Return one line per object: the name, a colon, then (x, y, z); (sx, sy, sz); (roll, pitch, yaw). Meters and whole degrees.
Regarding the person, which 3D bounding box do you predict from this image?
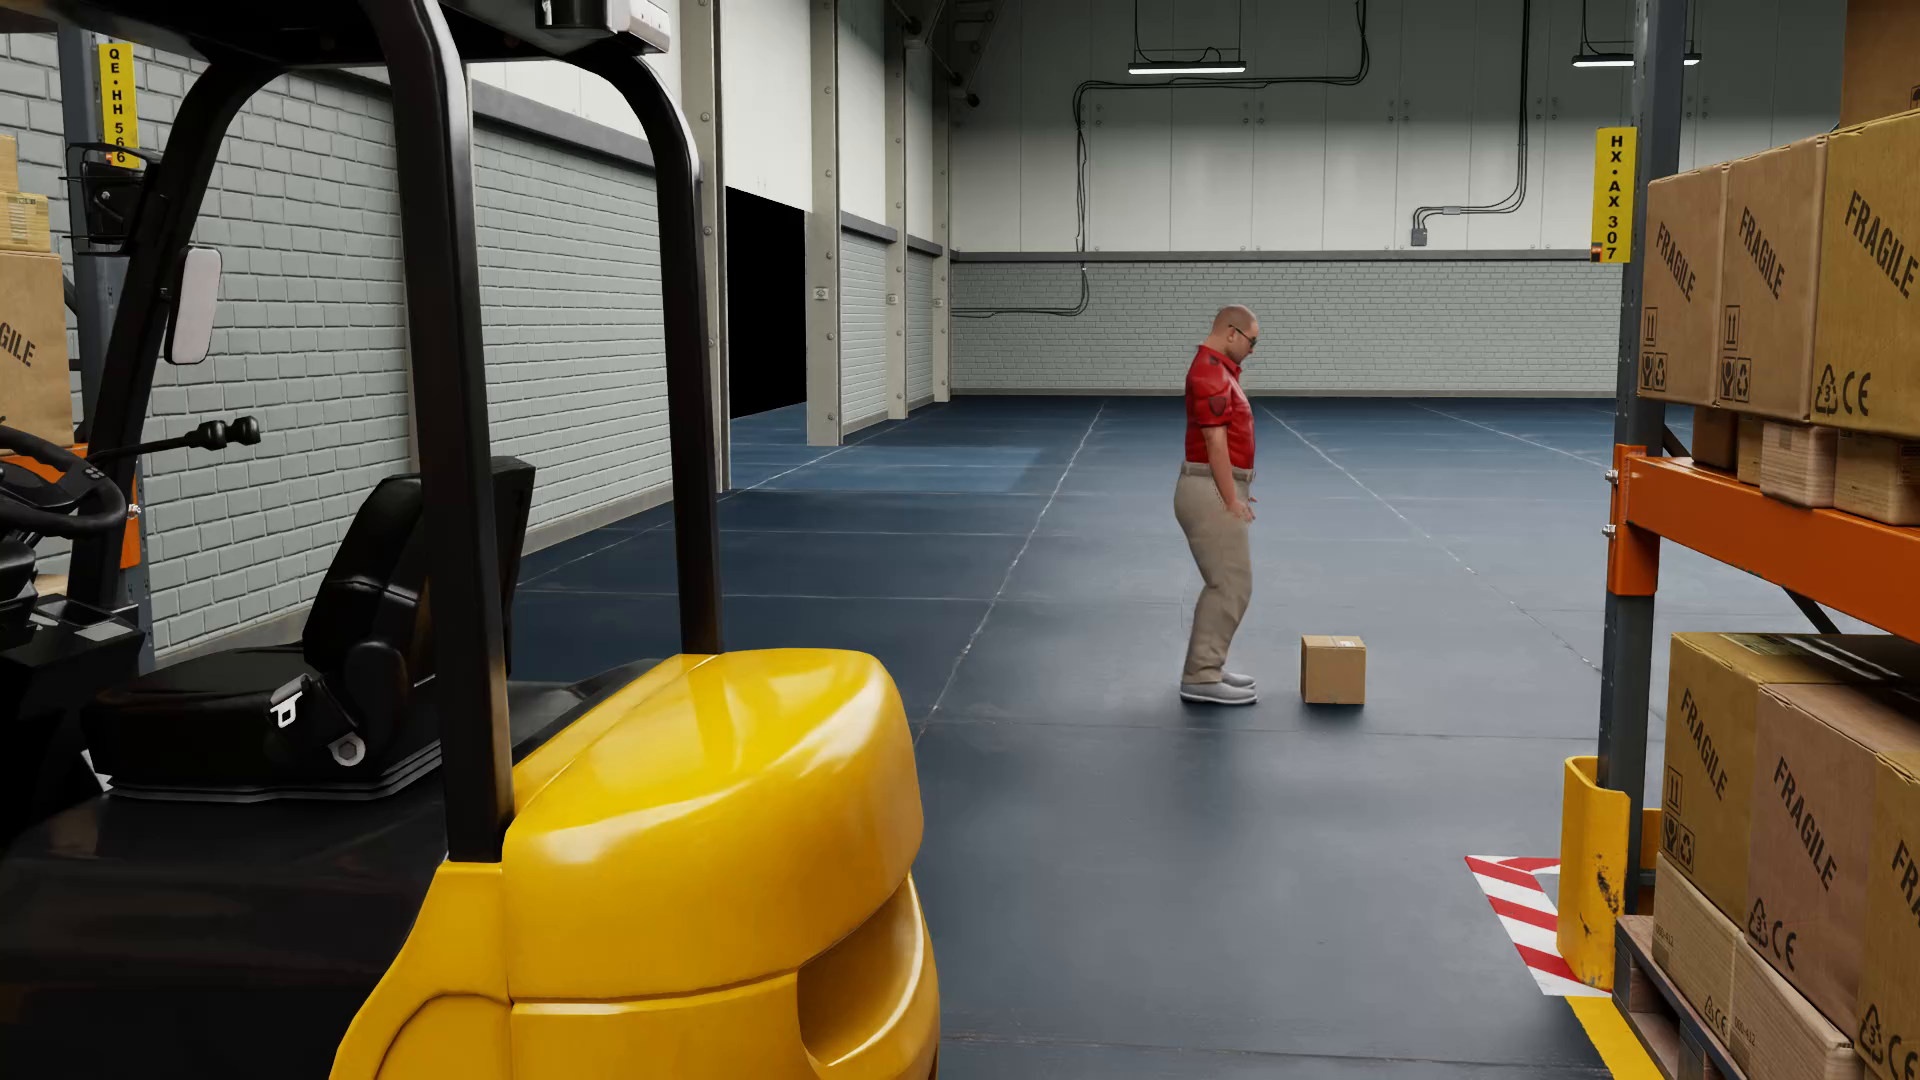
person: (1.121, -0.149, 7.225); (0.425, 1.677, 0.557); (1, 8, 8)
